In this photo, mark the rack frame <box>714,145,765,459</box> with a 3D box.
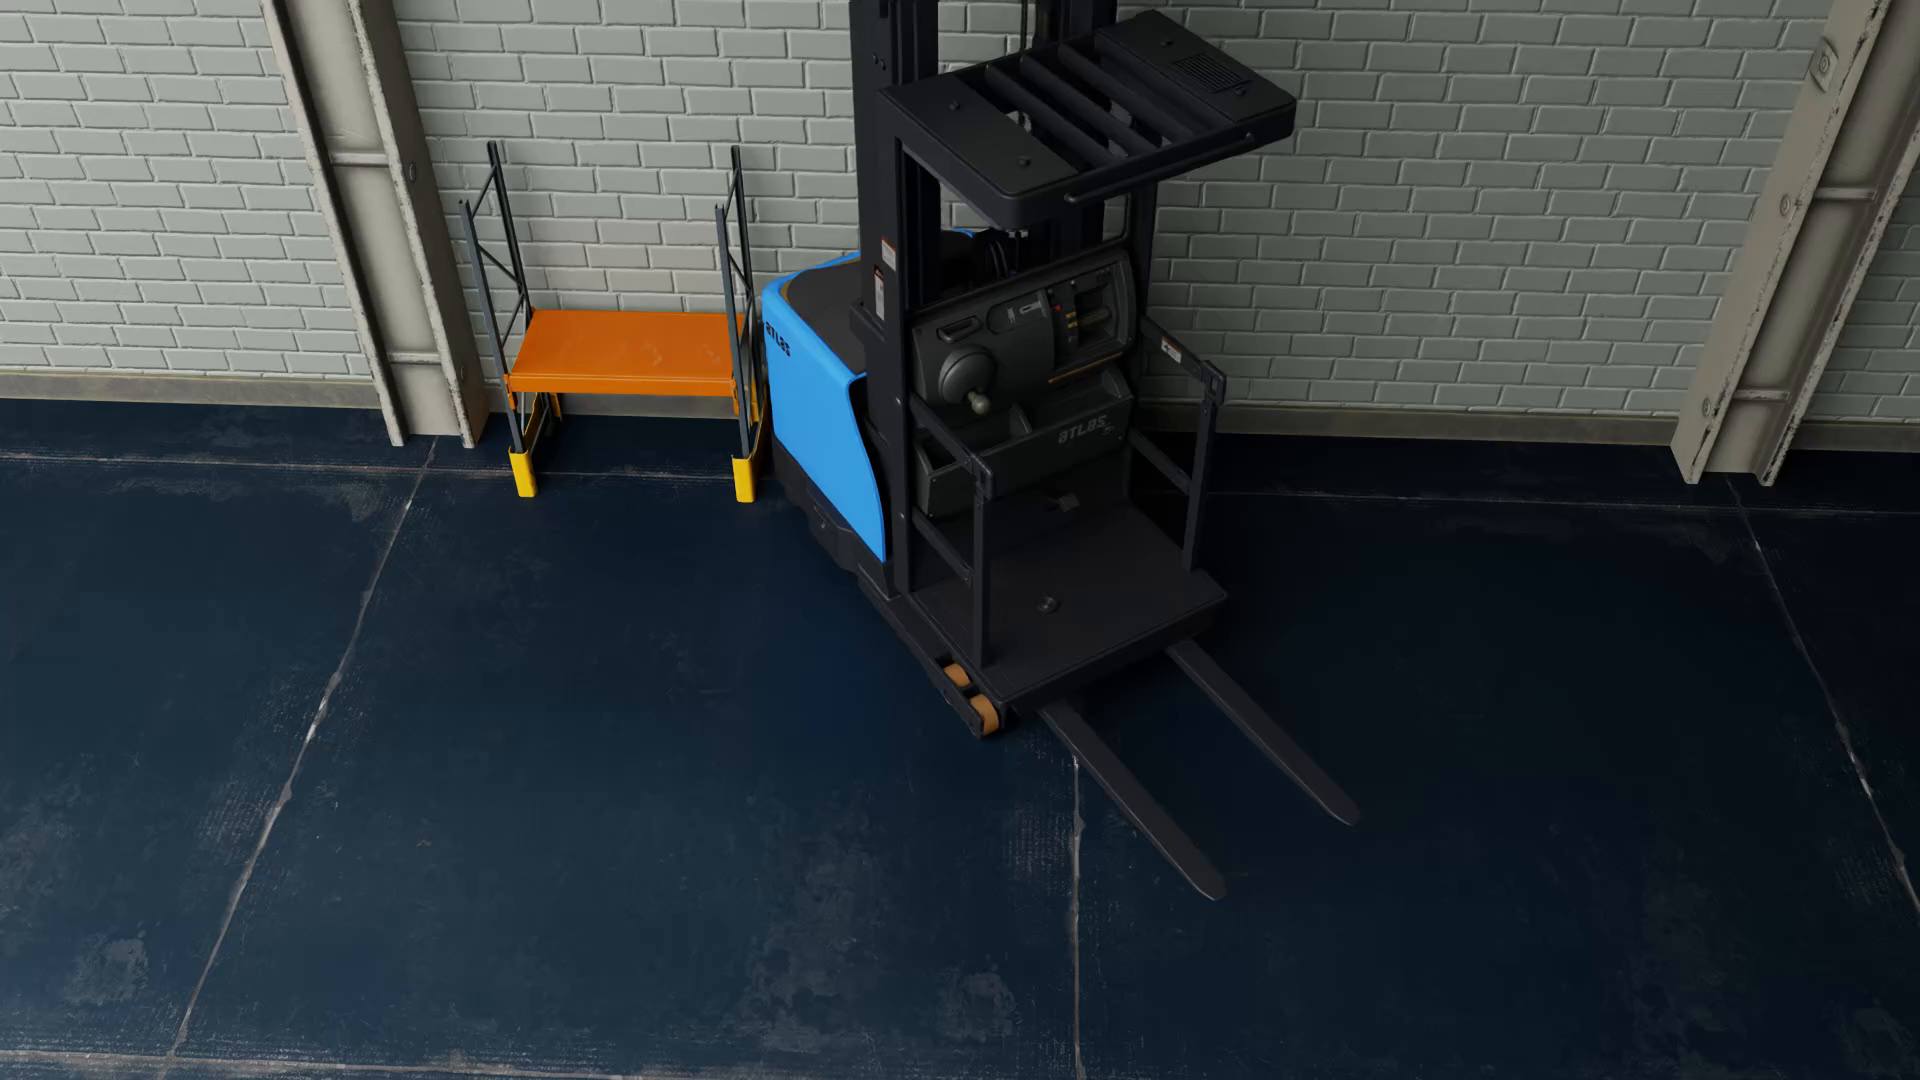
[{"bbox_3d":[-0.940,-0.919,7.221,0.032,1.500,0.500,1,43,2],"label":"rack frame"}]

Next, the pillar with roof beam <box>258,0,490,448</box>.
[{"bbox_3d":[-2.658,-0.903,1.703,0.400,9.000,9.100,2,43,2],"label":"pillar with roof beam"}]

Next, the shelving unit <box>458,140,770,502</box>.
[{"bbox_3d":[-1.457,-0.932,7.235,1.083,1.500,0.587,1,43,2],"label":"shelving unit"}]

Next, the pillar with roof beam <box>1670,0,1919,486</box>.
[{"bbox_3d":[3.336,-0.719,1.505,0.400,9.000,9.100,2,43,2],"label":"pillar with roof beam"}]

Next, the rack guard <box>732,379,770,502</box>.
[{"bbox_3d":[-0.959,-0.462,7.648,0.087,0.250,0.587,1,43,2],"label":"rack guard"}]

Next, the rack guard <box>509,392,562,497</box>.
[{"bbox_3d":[-1.955,-0.487,7.675,0.087,0.250,0.587,1,43,2],"label":"rack guard"}]

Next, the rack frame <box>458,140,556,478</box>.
[{"bbox_3d":[-1.956,-0.944,7.249,0.032,1.500,0.500,1,43,2],"label":"rack frame"}]

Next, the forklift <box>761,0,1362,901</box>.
[{"bbox_3d":[0.358,-0.671,5.906,1.130,2.935,3.031,-23,48,-23],"label":"forklift"}]

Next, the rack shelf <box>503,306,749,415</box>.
[{"bbox_3d":[-1.448,-0.800,7.357,1.000,0.185,0.538,1,43,2],"label":"rack shelf"}]
